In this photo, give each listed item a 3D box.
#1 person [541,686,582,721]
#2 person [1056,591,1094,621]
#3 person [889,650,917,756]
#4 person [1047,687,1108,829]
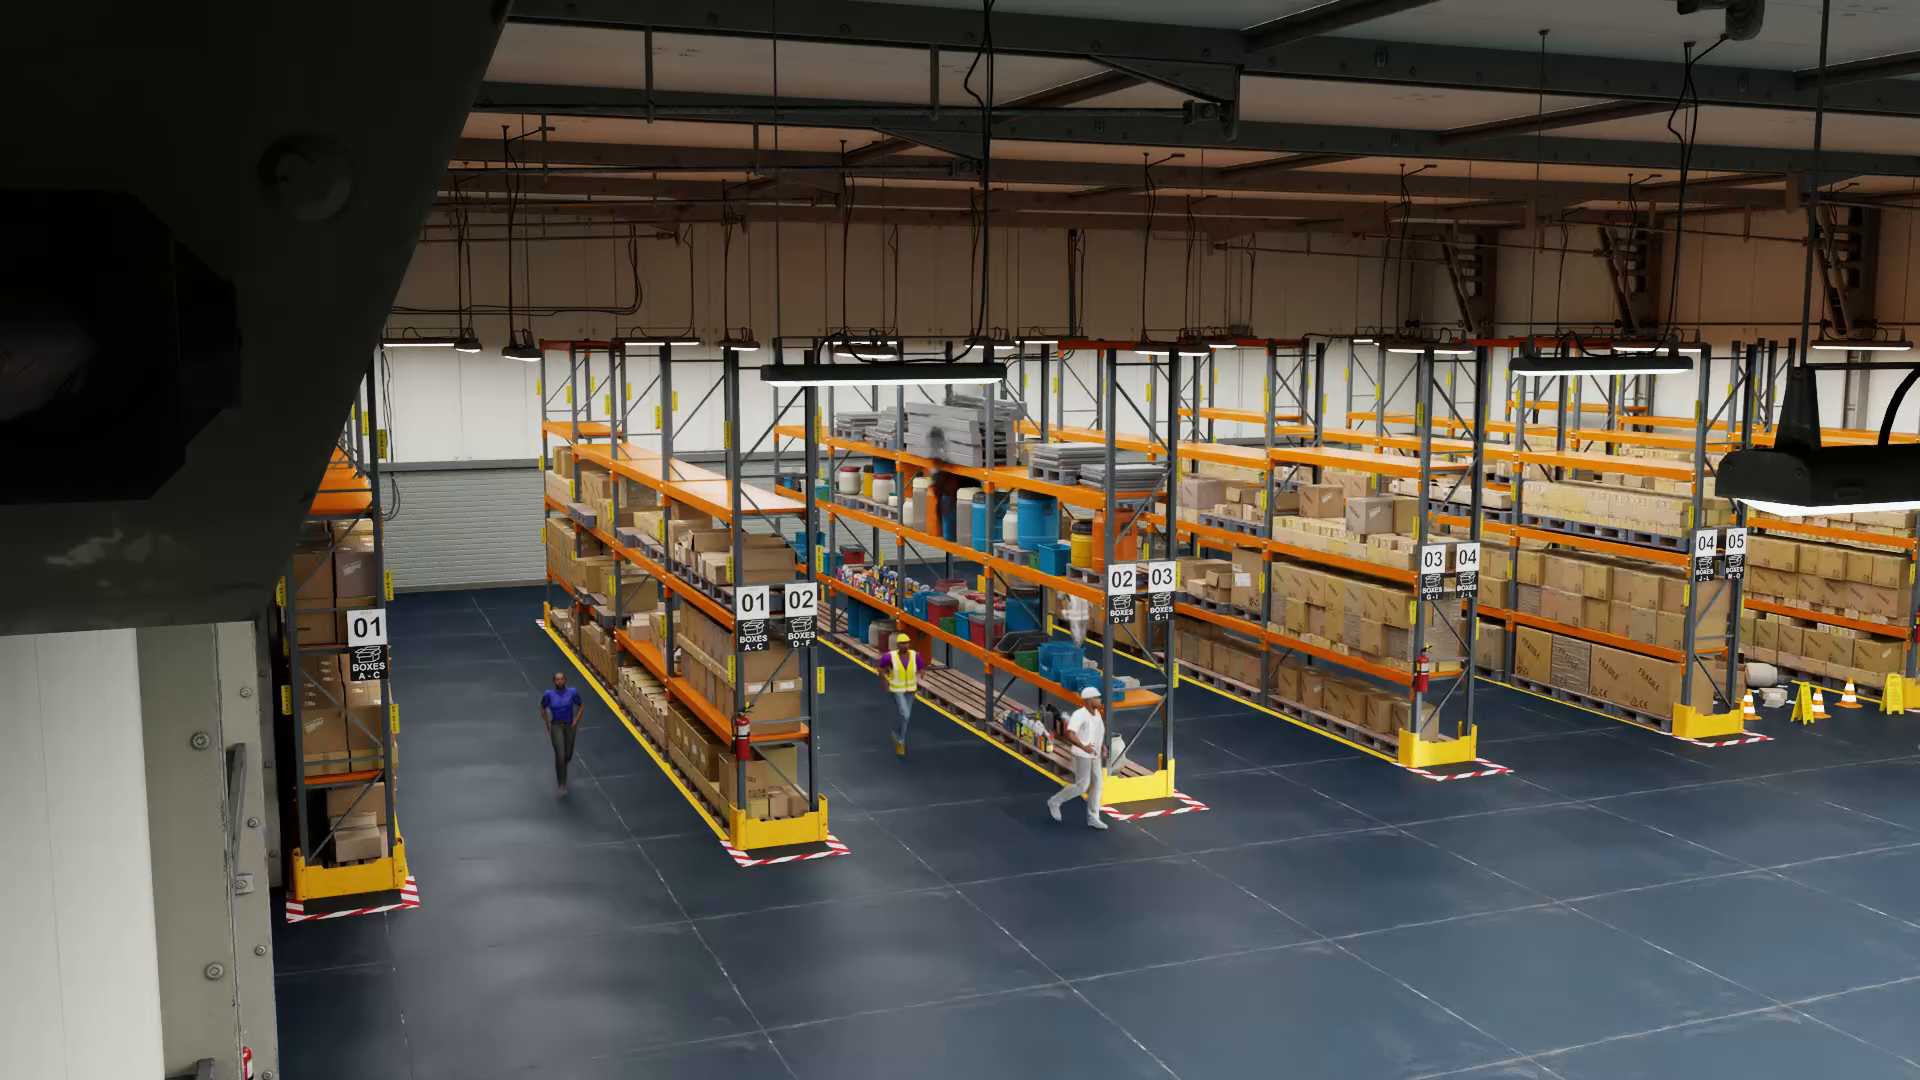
[{"bbox_3d":[-5.395,2.209,22.545,0.543,0.506,0.325,-3,8,-20],"label":"person"},{"bbox_3d":[2.177,1.030,30.356,0.672,0.889,0.606,-4,8,-25],"label":"person"},{"bbox_3d":[-0.859,2.423,24.701,0.434,1.529,0.663,-4,8,-27],"label":"person"},{"bbox_3d":[1.610,2.728,21.138,0.832,1.735,0.764,5,9,32],"label":"person"}]
